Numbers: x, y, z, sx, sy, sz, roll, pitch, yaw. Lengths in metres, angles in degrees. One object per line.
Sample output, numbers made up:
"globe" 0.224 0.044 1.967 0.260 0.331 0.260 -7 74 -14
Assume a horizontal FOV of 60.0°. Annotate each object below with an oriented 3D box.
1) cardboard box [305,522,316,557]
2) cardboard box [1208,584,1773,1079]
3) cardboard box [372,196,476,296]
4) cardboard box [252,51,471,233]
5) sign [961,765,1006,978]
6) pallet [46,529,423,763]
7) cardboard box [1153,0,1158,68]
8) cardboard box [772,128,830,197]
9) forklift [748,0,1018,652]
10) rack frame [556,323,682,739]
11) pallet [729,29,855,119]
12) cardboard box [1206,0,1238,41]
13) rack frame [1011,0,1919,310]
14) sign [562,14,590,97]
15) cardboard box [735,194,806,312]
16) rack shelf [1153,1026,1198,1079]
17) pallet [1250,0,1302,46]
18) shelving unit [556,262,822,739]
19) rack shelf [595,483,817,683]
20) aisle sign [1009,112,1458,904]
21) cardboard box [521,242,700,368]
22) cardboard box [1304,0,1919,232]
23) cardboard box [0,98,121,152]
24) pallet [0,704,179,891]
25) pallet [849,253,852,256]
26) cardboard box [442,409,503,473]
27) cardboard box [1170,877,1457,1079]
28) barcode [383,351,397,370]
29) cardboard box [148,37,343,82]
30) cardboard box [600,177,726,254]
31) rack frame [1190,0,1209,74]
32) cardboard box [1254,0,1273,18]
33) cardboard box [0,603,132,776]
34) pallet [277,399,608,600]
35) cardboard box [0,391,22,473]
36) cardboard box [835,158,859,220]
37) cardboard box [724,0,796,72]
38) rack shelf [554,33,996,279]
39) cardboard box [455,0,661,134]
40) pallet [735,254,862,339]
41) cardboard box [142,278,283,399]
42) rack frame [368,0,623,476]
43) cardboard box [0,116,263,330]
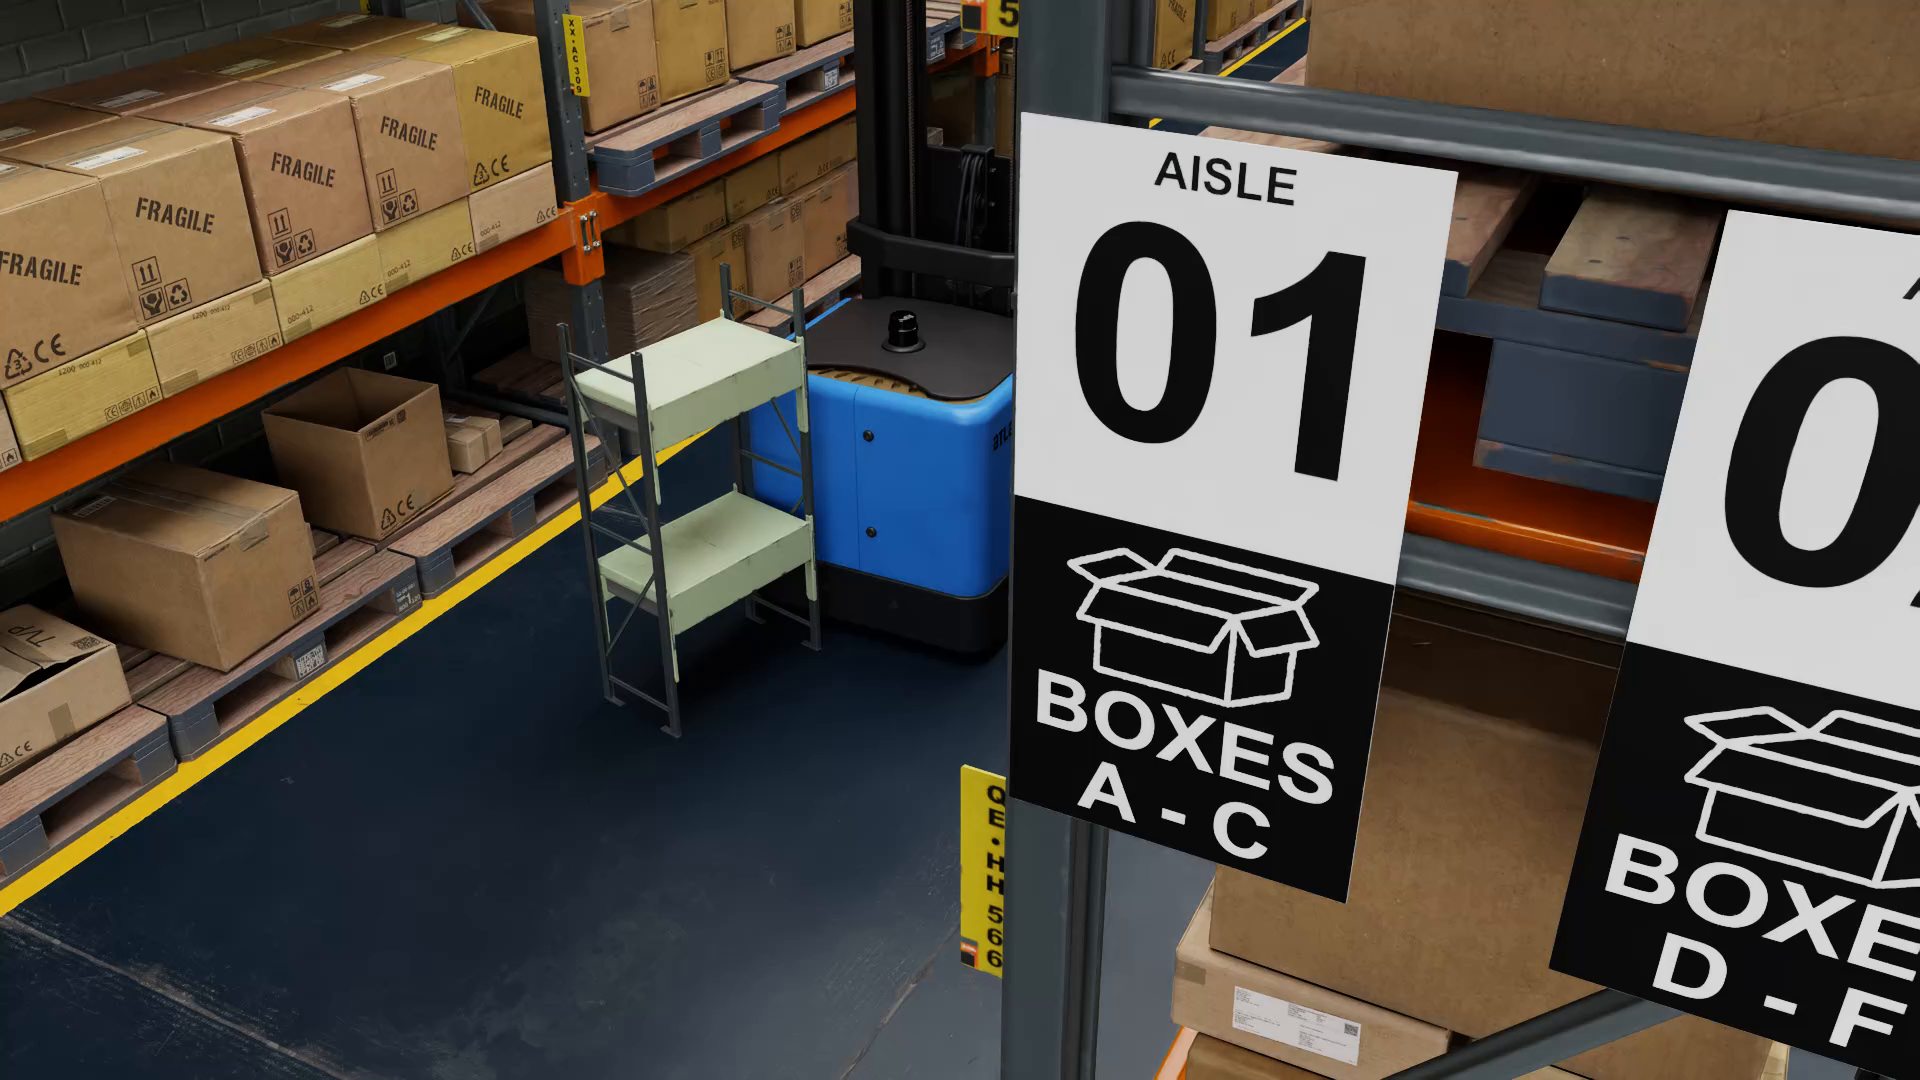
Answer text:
"cardboard box" -2.813 0.016 6.631 0.380 0.149 0.250 12 32 19
"cardboard box" 0.771 0.328 2.264 0.700 0.500 0.500 14 33 23
"cardboard box" -2.246 -1.180 6.423 0.500 0.250 0.500 14 33 23
"cardboard box" -2.228 -1.501 6.228 0.500 0.500 0.500 14 33 23
"sign" 0.047 0.427 2.093 0.100 0.325 0.005 14 33 23
"pallet" -2.895 0.324 6.474 1.003 0.211 1.213 14 33 23
"cardboard box" 0.996 -3.818 12.624 0.750 0.750 0.750 15 33 25
"cardboard box" -1.071 -2.141 9.281 0.500 0.250 0.500 14 33 23
"forklift" 0.279 -1.552 7.010 1.130 2.935 3.031 14 33 23
"rack frame" -1.167 0.000 5.743 0.400 1.500 0.023 22 37 33
"pallet" -1.109 -2.537 8.849 1.003 0.211 1.213 14 33 23
"cardboard box" 2.010 -4.687 14.488 0.700 0.500 0.500 15 33 24
"rack frame" 0.523 -1.440 0.722 1.000 3.000 0.127 14 33 23
"sign" -1.580 -1.990 6.833 0.100 0.325 0.005 14 33 23
"cardboard box" -1.286 -1.628 9.142 0.700 0.500 0.500 15 33 24
"rack shelf" 1.434 0.587 3.939 1.077 0.370 4.000 14 33 23
"pallet" 2.549 -4.933 15.629 1.003 0.211 1.213 14 33 23
"shelving unit" -0.935 -0.140 5.989 0.431 1.500 0.755 22 37 33
"rack shelf" -0.935 0.142 6.151 0.431 0.370 0.720 22 37 33
"aisle sign" 0.232 -0.004 1.633 0.394 0.787 0.004 14 33 23
"cardboard box" -1.746 -1.171 8.345 0.700 0.500 0.500 15 33 25
"cardboard box" 0.789 -0.681 1.745 0.797 0.503 0.637 17 34 27
"cardboard box" -3.164 -1.161 5.637 0.500 0.500 0.500 15 33 24
"pallet" -3.452 0.863 5.536 1.003 0.211 1.213 14 33 23
"pallet" -0.601 -1.952 10.437 1.003 0.211 1.213 14 33 23
"cardboard box" -2.283 -0.452 7.429 0.380 0.166 0.250 10 31 17
"cardboard box" 0.528 0.624 2.399 0.380 0.149 0.250 14 33 22
"barcode" -2.526 -0.795 7.369 0.001 0.075 0.075 14 33 23
"cardboard box" -2.705 -1.613 6.425 0.500 0.500 0.500 14 33 23
"cardboard box" -1.548 -1.692 8.500 0.500 0.250 0.500 14 33 22
"rack frame" 1.578 -5.281 13.433 1.000 3.000 0.127 14 33 23
"cardboard box" 2.478 -5.136 15.270 0.700 0.500 0.500 15 33 24
"cardboard box" -3.233 0.475 5.668 0.500 0.311 0.500 17 34 27
"pallet" -2.341 -0.219 7.419 1.003 0.211 1.213 14 33 23
"cardboard box" -3.160 -0.282 4.860 0.500 0.250 0.500 13 32 22
"cardboard box" -0.864 -2.081 9.930 0.700 0.500 0.500 14 33 23
"cardboard box" -1.271 -2.731 8.452 0.700 0.500 0.500 19 35 30
"rack shelf" -1.155 -2.309 8.981 1.077 0.370 4.000 14 33 23
"cardboard box" -1.804 -2.186 7.502 0.700 0.500 0.500 14 33 23
"pallet" -1.158 -1.413 9.499 1.003 0.211 1.213 14 33 23
"cardboard box" -2.690 -0.730 5.640 0.500 0.250 0.500 15 33 24
"rack frame" -2.066 -1.734 7.258 1.000 3.000 0.127 14 33 23
"cardboard box" -2.704 -1.049 5.442 0.500 0.500 0.500 15 33 25
